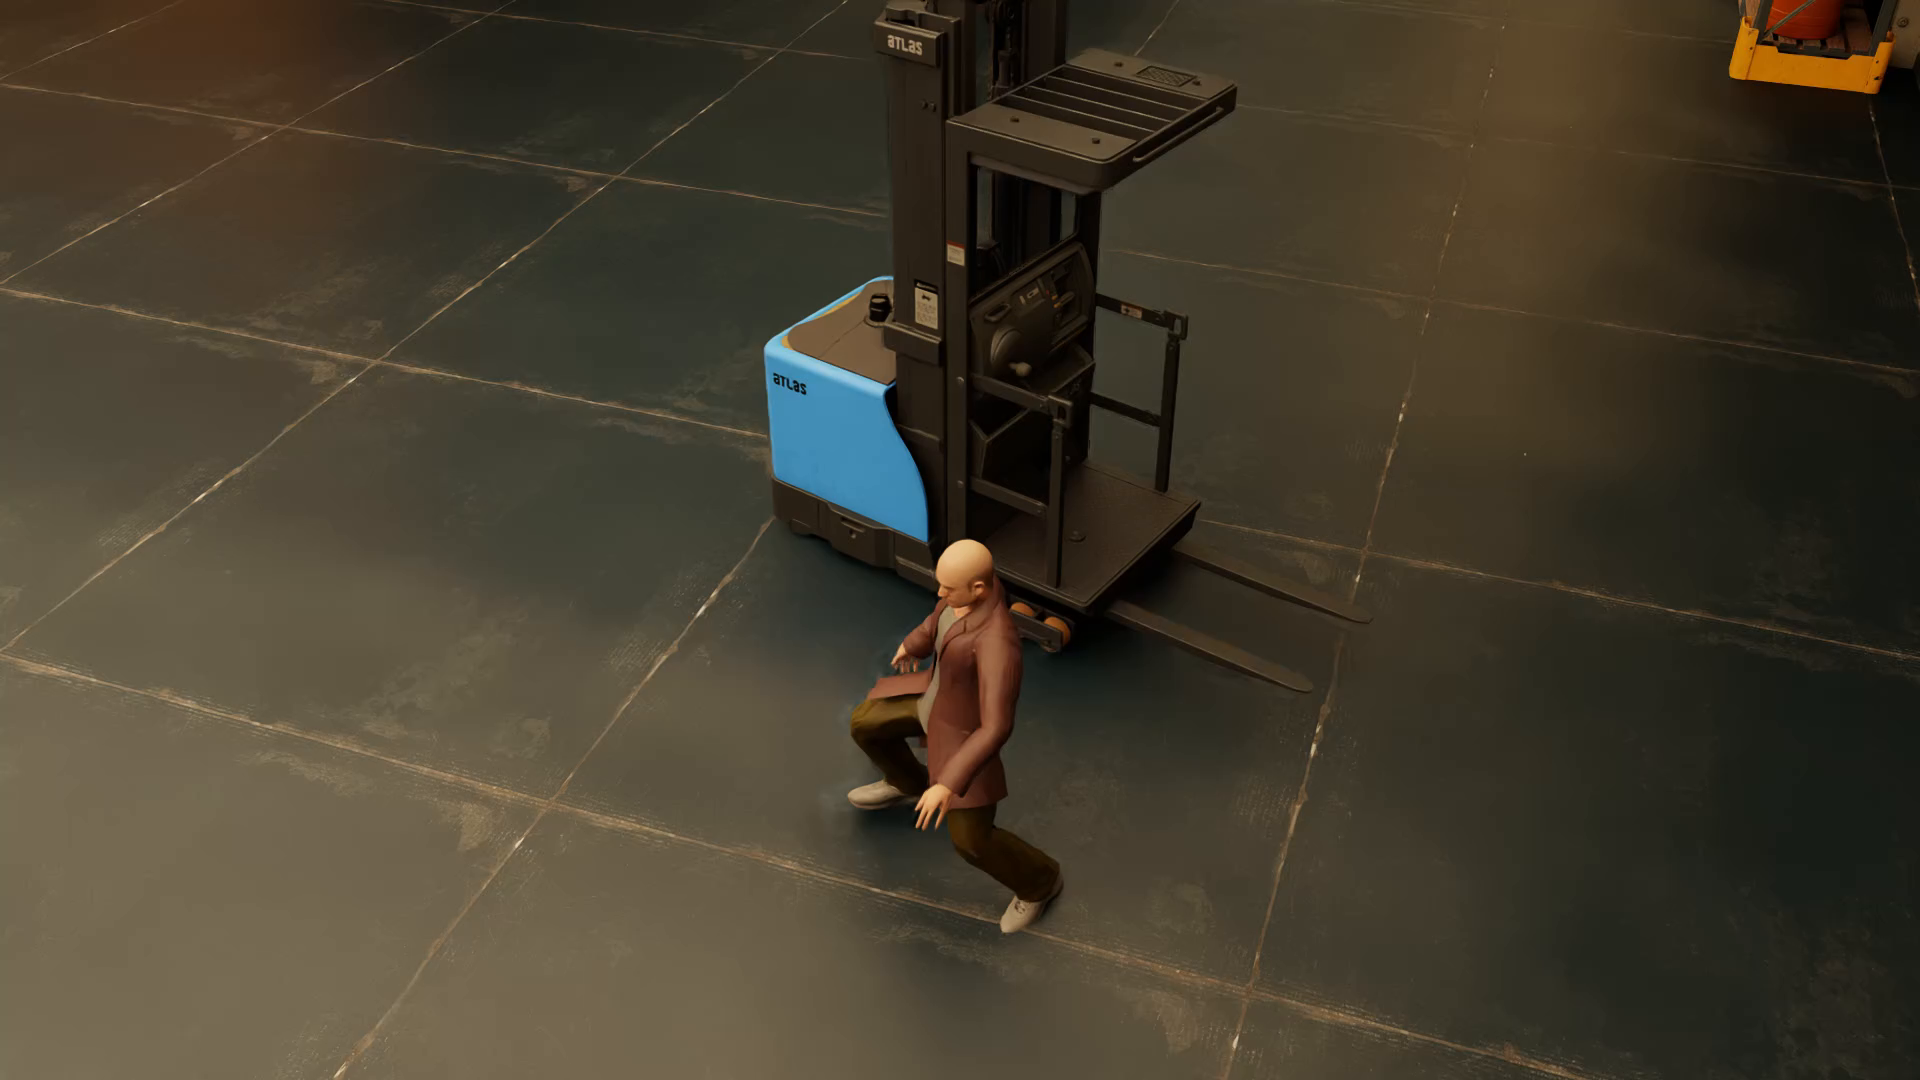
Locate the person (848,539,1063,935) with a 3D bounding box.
[{"bbox_3d":[0.002,0.704,6.317,0.751,1.611,1.003,-9,36,-12],"label":"person"}]

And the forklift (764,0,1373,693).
[{"bbox_3d":[0.508,-1.012,7.538,3.031,2.935,1.130,23,41,29],"label":"forklift"}]
